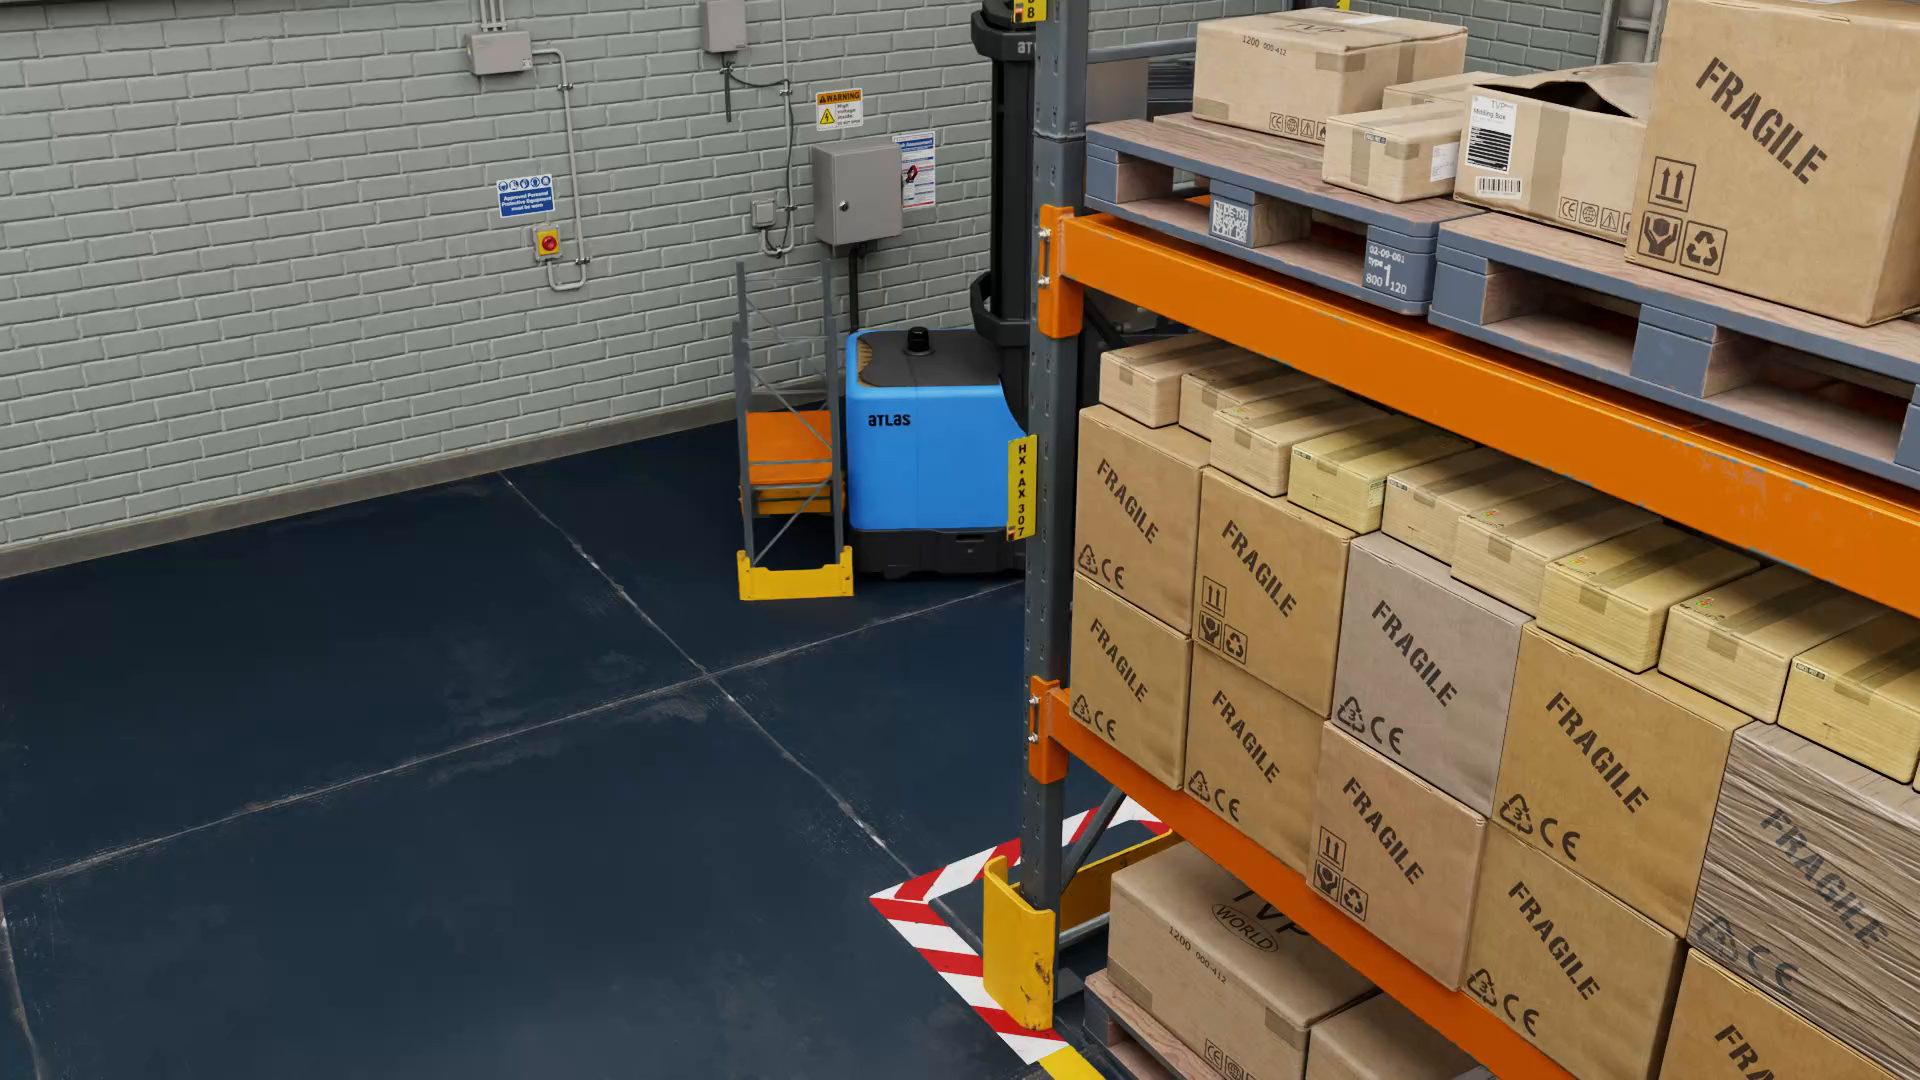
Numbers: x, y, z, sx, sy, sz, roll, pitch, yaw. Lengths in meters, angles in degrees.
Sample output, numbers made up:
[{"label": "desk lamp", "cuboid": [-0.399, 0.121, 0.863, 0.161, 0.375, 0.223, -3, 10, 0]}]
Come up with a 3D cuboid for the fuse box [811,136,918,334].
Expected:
[{"label": "fuse box", "cuboid": [-0.605, -1.719, 10.887, 0.539, 1.711, 0.414, -16, 29, -30]}]

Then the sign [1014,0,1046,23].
[{"label": "sign", "cuboid": [0.185, -1.513, 4.312, 0.100, 0.325, 0.005, -16, 29, -30]}]

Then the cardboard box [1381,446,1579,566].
[{"label": "cardboard box", "cuboid": [1.210, -0.084, 3.865, 0.380, 0.149, 0.250, -15, 29, -29]}]

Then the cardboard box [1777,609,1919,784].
[{"label": "cardboard box", "cuboid": [1.757, 0.279, 3.097, 0.380, 0.149, 0.250, -16, 30, -31]}]

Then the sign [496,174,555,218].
[{"label": "sign", "cuboid": [-2.519, -1.997, 9.650, 0.327, 0.218, 0.001, -16, 29, -30]}]

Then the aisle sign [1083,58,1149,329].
[{"label": "aisle sign", "cuboid": [0.371, -0.987, 4.781, 0.394, 0.787, 0.004, -16, 29, -30]}]

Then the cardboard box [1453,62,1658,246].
[{"label": "cardboard box", "cuboid": [1.428, -0.857, 3.534, 0.500, 0.311, 0.500, -15, 29, -29]}]

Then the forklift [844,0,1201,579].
[{"label": "forklift", "cuboid": [0.895, -1.349, 8.674, 3.031, 2.935, 1.130, -2, 25, -3]}]

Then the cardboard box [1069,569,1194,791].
[{"label": "cardboard box", "cuboid": [0.674, 0.340, 4.898, 0.500, 0.500, 0.500, -16, 30, -30]}]

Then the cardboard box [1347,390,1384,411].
[{"label": "cardboard box", "cuboid": [1.175, -0.477, 4.698, 0.380, 0.149, 0.250, -15, 29, -29]}]

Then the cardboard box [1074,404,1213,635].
[{"label": "cardboard box", "cuboid": [0.676, -0.112, 4.686, 0.500, 0.500, 0.500, -16, 30, -31]}]

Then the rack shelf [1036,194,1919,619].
[{"label": "rack shelf", "cuboid": [1.745, -0.169, 3.423, 1.077, 0.370, 4.000, -16, 29, -30]}]

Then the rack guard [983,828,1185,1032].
[{"label": "rack guard", "cuboid": [0.640, 1.269, 5.977, 1.175, 0.500, 0.348, -16, 29, -30]}]

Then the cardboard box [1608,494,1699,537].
[{"label": "cardboard box", "cuboid": [1.759, -0.118, 3.939, 0.380, 0.149, 0.250, -15, 29, -28]}]

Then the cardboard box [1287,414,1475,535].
[{"label": "cardboard box", "cuboid": [1.022, -0.165, 4.038, 0.380, 0.149, 0.250, -17, 30, -31]}]

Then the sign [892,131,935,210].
[{"label": "sign", "cuboid": [-0.305, -2.448, 11.033, 0.329, 0.494, 0.001, -16, 29, -30]}]

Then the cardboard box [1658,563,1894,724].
[{"label": "cardboard box", "cuboid": [1.610, 0.195, 3.276, 0.380, 0.149, 0.250, -16, 29, -30]}]

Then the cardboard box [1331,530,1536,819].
[{"label": "cardboard box", "cuboid": [1.252, 0.253, 3.912, 0.500, 0.500, 0.500, -16, 30, -30]}]

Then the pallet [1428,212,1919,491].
[{"label": "pallet", "cuboid": [1.737, -0.470, 3.321, 1.003, 0.211, 1.213, -16, 29, -30]}]

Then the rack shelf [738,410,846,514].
[{"label": "rack shelf", "cuboid": [-0.897, -0.439, 8.843, 0.538, 0.185, 1.000, -2, 25, -5]}]

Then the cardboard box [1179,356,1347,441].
[{"label": "cardboard box", "cuboid": [0.817, -0.375, 4.482, 0.380, 0.149, 0.250, -15, 29, -28]}]

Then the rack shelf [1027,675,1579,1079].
[{"label": "rack shelf", "cuboid": [1.745, 1.188, 4.063, 1.077, 0.370, 4.000, -16, 29, -30]}]

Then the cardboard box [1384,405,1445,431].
[{"label": "cardboard box", "cuboid": [1.387, -0.404, 4.544, 0.380, 0.149, 0.250, -16, 30, -30]}]

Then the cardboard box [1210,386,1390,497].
[{"label": "cardboard box", "cuboid": [0.863, -0.255, 4.229, 0.380, 0.149, 0.250, -15, 29, -28]}]

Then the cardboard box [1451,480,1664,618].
[{"label": "cardboard box", "cuboid": [1.310, 0.015, 3.656, 0.380, 0.149, 0.250, -15, 29, -29]}]

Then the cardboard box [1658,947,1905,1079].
[{"label": "cardboard box", "cuboid": [1.797, 1.067, 3.359, 0.500, 0.500, 0.500, -16, 30, -30]}]

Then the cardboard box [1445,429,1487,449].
[{"label": "cardboard box", "cuboid": [1.490, -0.304, 4.333, 0.380, 0.149, 0.250, -15, 29, -28]}]

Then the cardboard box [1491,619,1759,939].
[{"label": "cardboard box", "cuboid": [1.525, 0.431, 3.534, 0.500, 0.500, 0.500, -15, 29, -29]}]

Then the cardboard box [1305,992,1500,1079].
[{"label": "cardboard box", "cuboid": [1.603, 1.654, 4.742, 0.875, 0.438, 0.875, -15, 29, -28]}]

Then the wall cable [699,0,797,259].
[{"label": "wall cable", "cuboid": [-1.263, -2.658, 10.178, 0.588, 1.984, 0.122, -16, 29, -30]}]

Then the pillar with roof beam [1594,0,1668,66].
[{"label": "pillar with roof beam", "cuboid": [0.486, -3.895, 6.960, 9.100, 9.000, 0.400, -16, 29, -30]}]

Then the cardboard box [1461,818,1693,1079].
[{"label": "cardboard box", "cuboid": [1.524, 0.876, 3.763, 0.500, 0.500, 0.500, -14, 29, -28]}]

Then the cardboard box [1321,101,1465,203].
[{"label": "cardboard box", "cuboid": [1.054, -0.888, 3.789, 0.380, 0.149, 0.250, -14, 29, -28]}]

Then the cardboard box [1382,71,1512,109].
[{"label": "cardboard box", "cuboid": [1.270, -1.060, 4.152, 0.380, 0.149, 0.250, -18, 31, -33]}]

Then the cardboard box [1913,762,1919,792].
[{"label": "cardboard box", "cuboid": [1.901, 0.372, 2.899, 0.380, 0.149, 0.250, -16, 30, -30]}]

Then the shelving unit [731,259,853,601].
[{"label": "shelving unit", "cuboid": [-0.898, -0.605, 8.775, 0.587, 1.500, 1.083, -2, 25, -5]}]

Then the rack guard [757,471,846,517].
[{"label": "rack guard", "cuboid": [-0.948, -0.251, 9.490, 0.587, 0.250, 0.087, -2, 25, -5]}]

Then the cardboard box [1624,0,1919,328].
[{"label": "cardboard box", "cuboid": [1.628, -0.734, 3.051, 0.500, 0.500, 0.500, -15, 29, -29]}]

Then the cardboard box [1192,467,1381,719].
[{"label": "cardboard box", "cuboid": [0.964, 0.071, 4.298, 0.500, 0.500, 0.500, -16, 30, -31]}]

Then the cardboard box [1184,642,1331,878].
[{"label": "cardboard box", "cuboid": [0.974, 0.515, 4.529, 0.500, 0.500, 0.500, -16, 30, -30]}]

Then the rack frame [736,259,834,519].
[{"label": "rack frame", "cuboid": [-0.948, -0.817, 9.224, 0.500, 1.500, 0.032, -2, 25, -5]}]

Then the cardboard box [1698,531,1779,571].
[{"label": "cardboard box", "cuboid": [1.887, -0.020, 3.731, 0.380, 0.149, 0.250, -14, 29, -28]}]

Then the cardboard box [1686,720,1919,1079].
[{"label": "cardboard box", "cuboid": [1.792, 0.613, 3.150, 0.500, 0.500, 0.500, -15, 29, -29]}]

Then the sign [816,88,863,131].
[{"label": "sign", "cuboid": [-0.765, -2.736, 10.565, 0.339, 0.242, 0.001, -16, 29, -30]}]

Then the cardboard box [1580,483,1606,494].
[{"label": "cardboard box", "cuboid": [1.573, -0.194, 4.100, 0.380, 0.149, 0.250, -16, 30, -30]}]

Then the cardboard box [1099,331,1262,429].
[{"label": "cardboard box", "cuboid": [0.615, -0.452, 4.646, 0.380, 0.149, 0.250, -15, 29, -29]}]

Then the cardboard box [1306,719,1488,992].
[{"label": "cardboard box", "cuboid": [1.236, 0.701, 4.134, 0.500, 0.500, 0.500, -16, 29, -30]}]

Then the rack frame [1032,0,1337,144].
[{"label": "rack frame", "cuboid": [0.653, -2.566, 4.144, 1.000, 3.000, 0.127, -16, 29, -30]}]

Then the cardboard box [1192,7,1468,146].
[{"label": "cardboard box", "cuboid": [0.974, -1.237, 4.409, 0.500, 0.250, 0.500, -19, 31, -34]}]

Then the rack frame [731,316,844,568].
[{"label": "rack frame", "cuboid": [-0.847, -0.385, 8.309, 0.500, 1.500, 0.032, -2, 25, -5]}]

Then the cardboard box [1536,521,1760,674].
[{"label": "cardboard box", "cuboid": [1.426, 0.112, 3.450, 0.380, 0.149, 0.250, -16, 30, -31]}]

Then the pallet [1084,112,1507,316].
[{"label": "pallet", "cuboid": [1.067, -0.906, 4.246, 1.003, 0.211, 1.213, -16, 29, -30]}]

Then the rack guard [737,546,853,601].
[{"label": "rack guard", "cuboid": [-0.849, 0.172, 8.594, 0.587, 0.250, 0.087, -2, 25, -5]}]

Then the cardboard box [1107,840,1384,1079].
[{"label": "cardboard box", "cuboid": [1.097, 1.329, 5.431, 0.875, 0.438, 0.875, -17, 30, -31]}]

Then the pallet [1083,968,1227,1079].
[{"label": "pallet", "cuboid": [1.155, 1.676, 5.453, 1.003, 0.211, 1.213, -16, 29, -30]}]

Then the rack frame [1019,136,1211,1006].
[{"label": "rack frame", "cuboid": [0.653, 0.147, 5.425, 1.000, 3.000, 0.127, -16, 29, -30]}]

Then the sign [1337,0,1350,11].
[{"label": "sign", "cuboid": [1.115, -1.695, 4.870, 0.100, 0.325, 0.005, -16, 29, -30]}]

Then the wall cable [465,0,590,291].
[{"label": "wall cable", "cuboid": [-2.445, -2.338, 9.462, 0.585, 1.953, 0.123, -16, 29, -30]}]

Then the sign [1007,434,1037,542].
[{"label": "sign", "cuboid": [0.185, -0.153, 4.954, 0.100, 0.325, 0.005, -16, 29, -30]}]
